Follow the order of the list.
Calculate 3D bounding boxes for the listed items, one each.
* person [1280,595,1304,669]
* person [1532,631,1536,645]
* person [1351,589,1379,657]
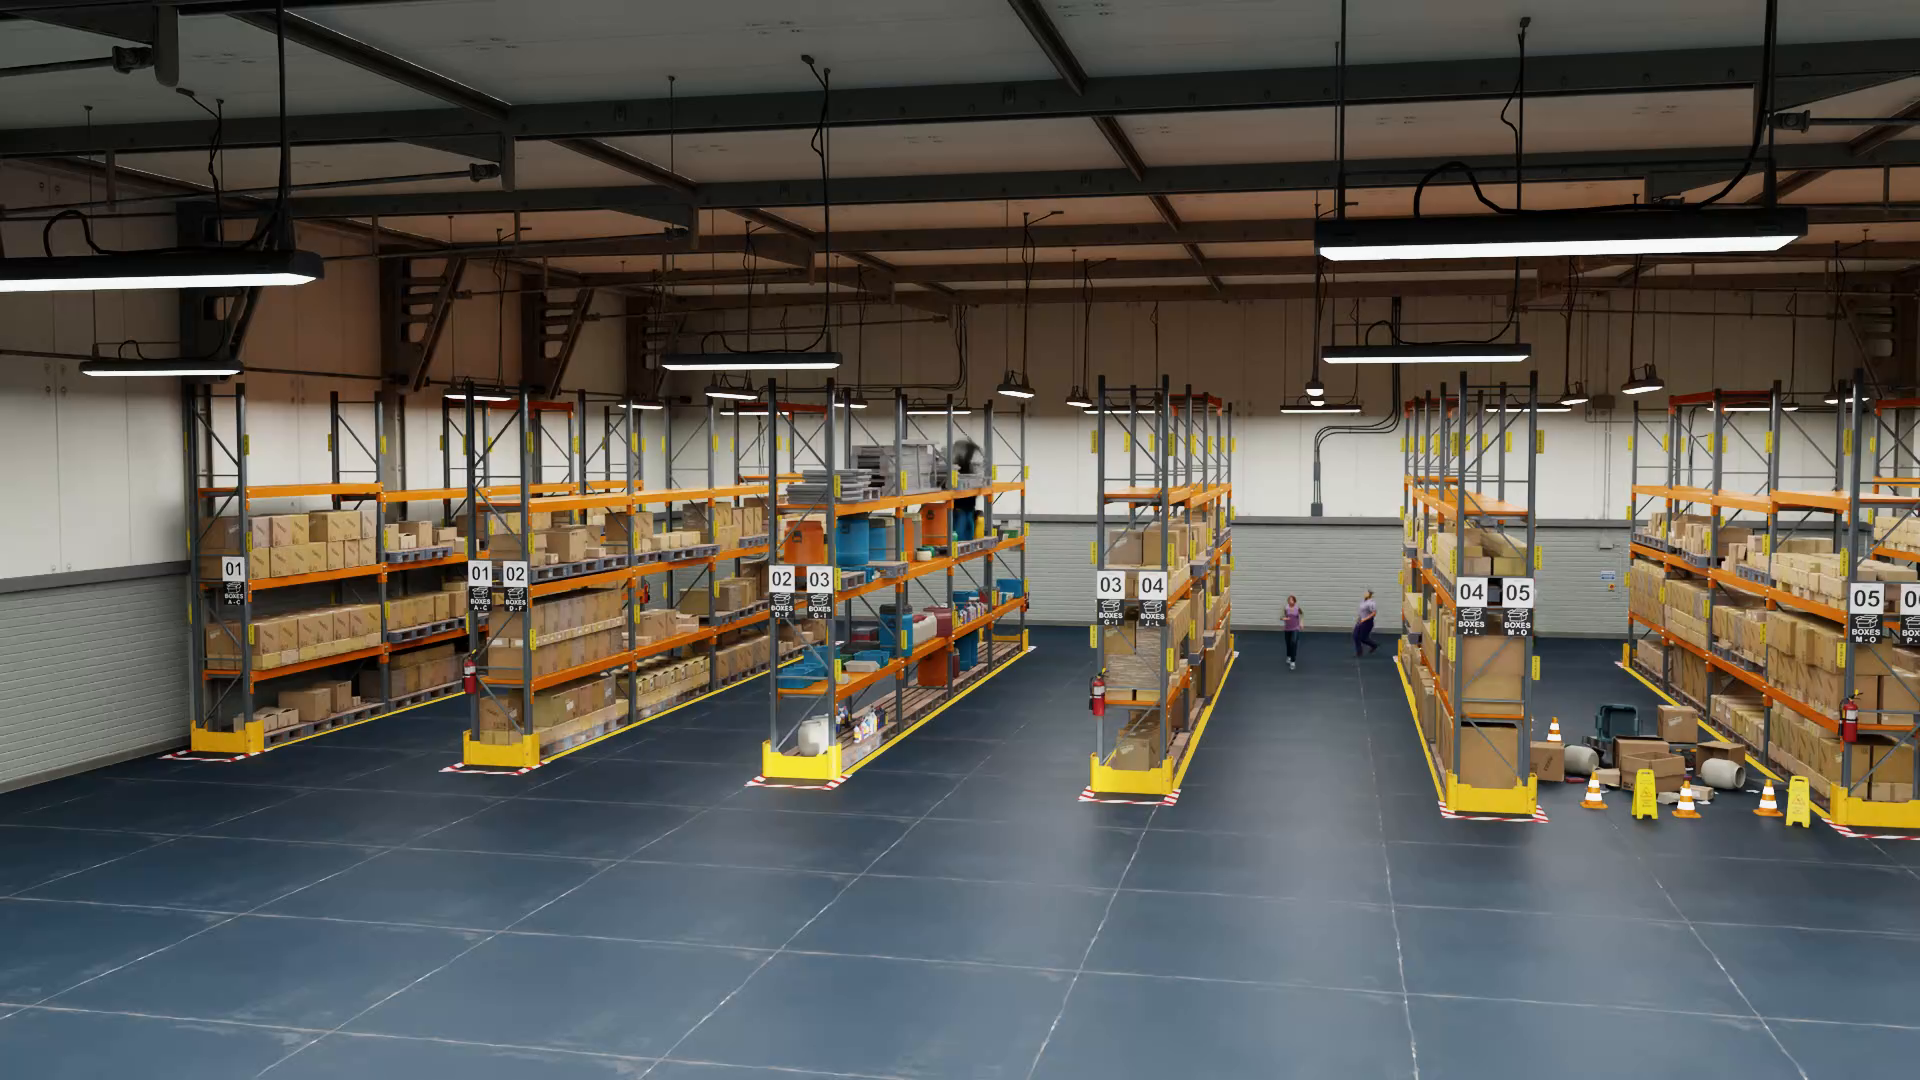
[{"bbox_3d":[7.465,2.044,37.432,0.531,1.626,0.823,1,3,13],"label":"person"},{"bbox_3d":[13.875,1.771,40.931,0.714,1.801,0.632,-1,3,-14],"label":"person"},{"bbox_3d":[9.625,1.966,39.248,0.664,1.613,0.651,-1,3,-18],"label":"person"}]
